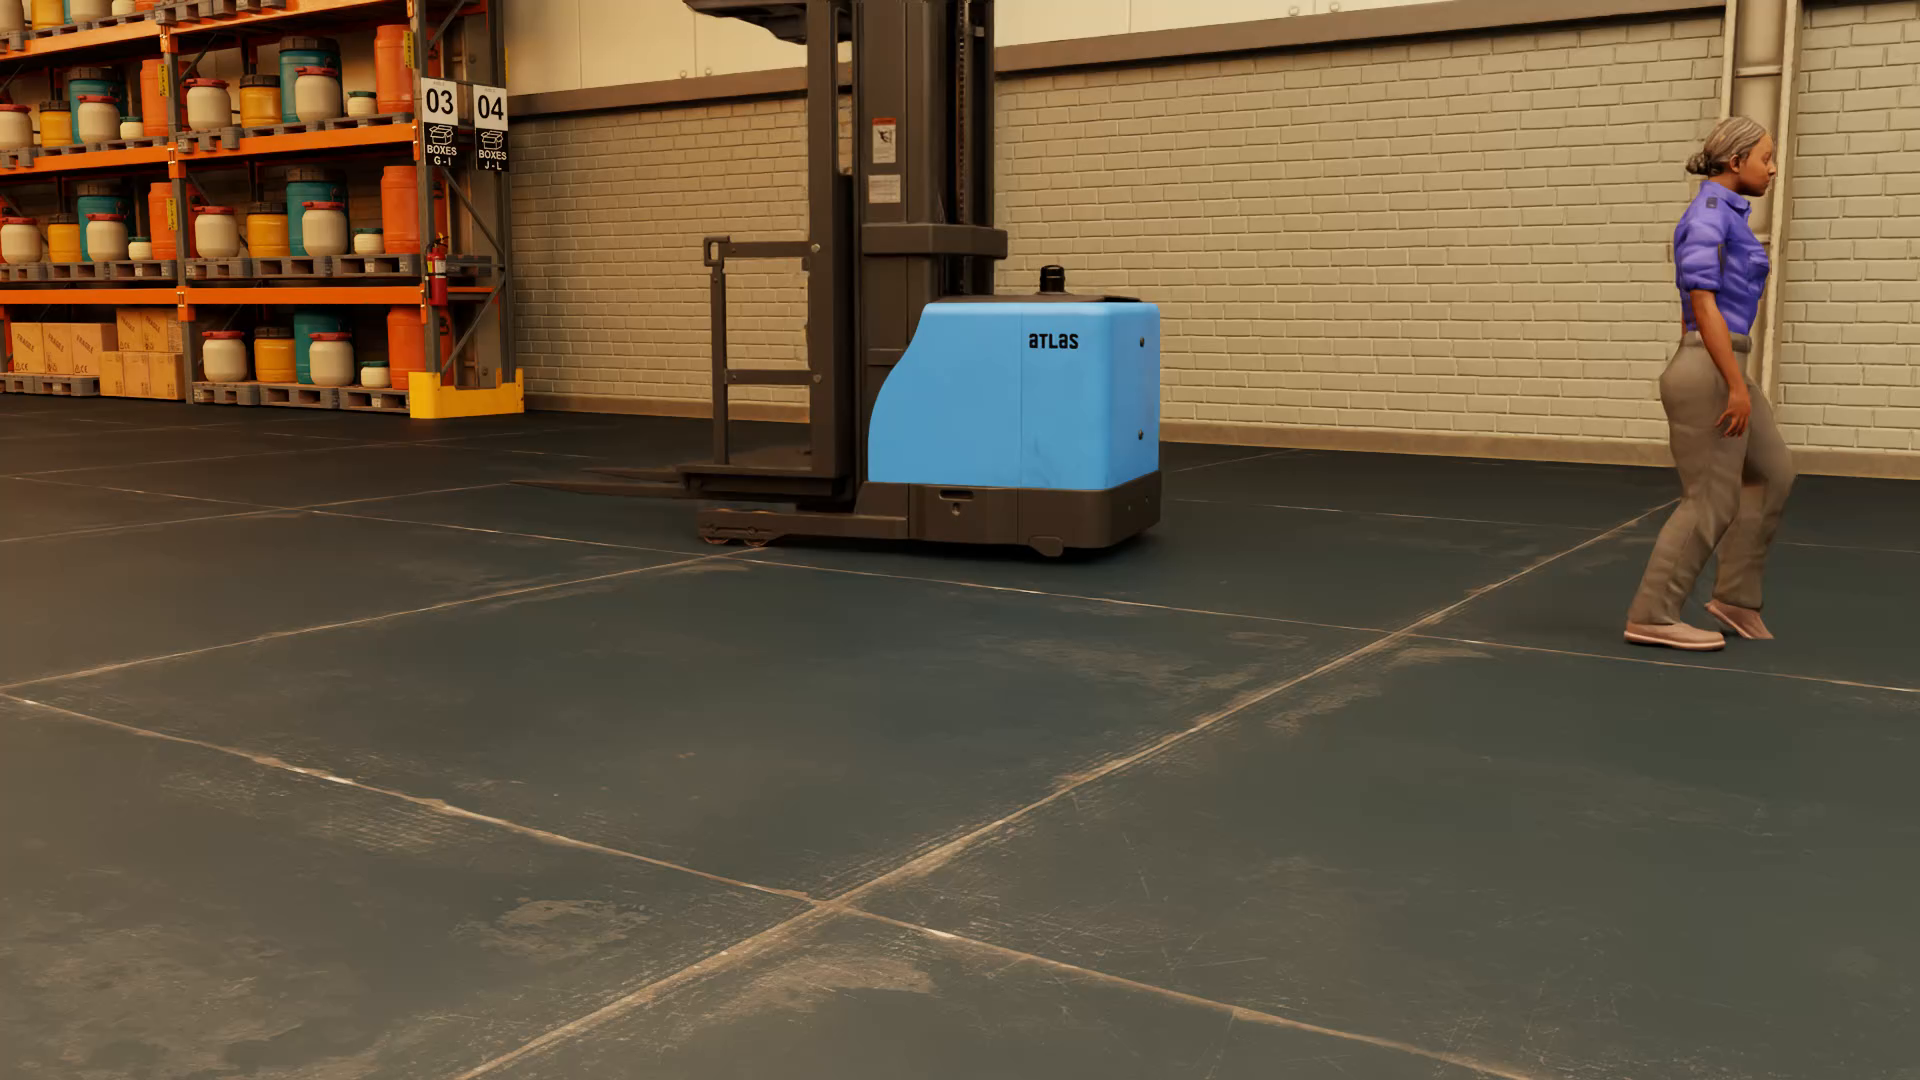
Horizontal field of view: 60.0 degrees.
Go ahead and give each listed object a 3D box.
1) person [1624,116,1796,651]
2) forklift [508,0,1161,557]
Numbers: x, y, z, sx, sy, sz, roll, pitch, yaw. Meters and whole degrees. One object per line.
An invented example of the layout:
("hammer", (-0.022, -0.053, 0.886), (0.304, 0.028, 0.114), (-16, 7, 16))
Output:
("person", (2.369, -0.445, 5.173), (0.484, 1.705, 0.552), (3, 9, 23))
("forklift", (-0.643, -1.483, 7.625), (3.031, 2.935, 1.130), (3, 9, 20))
